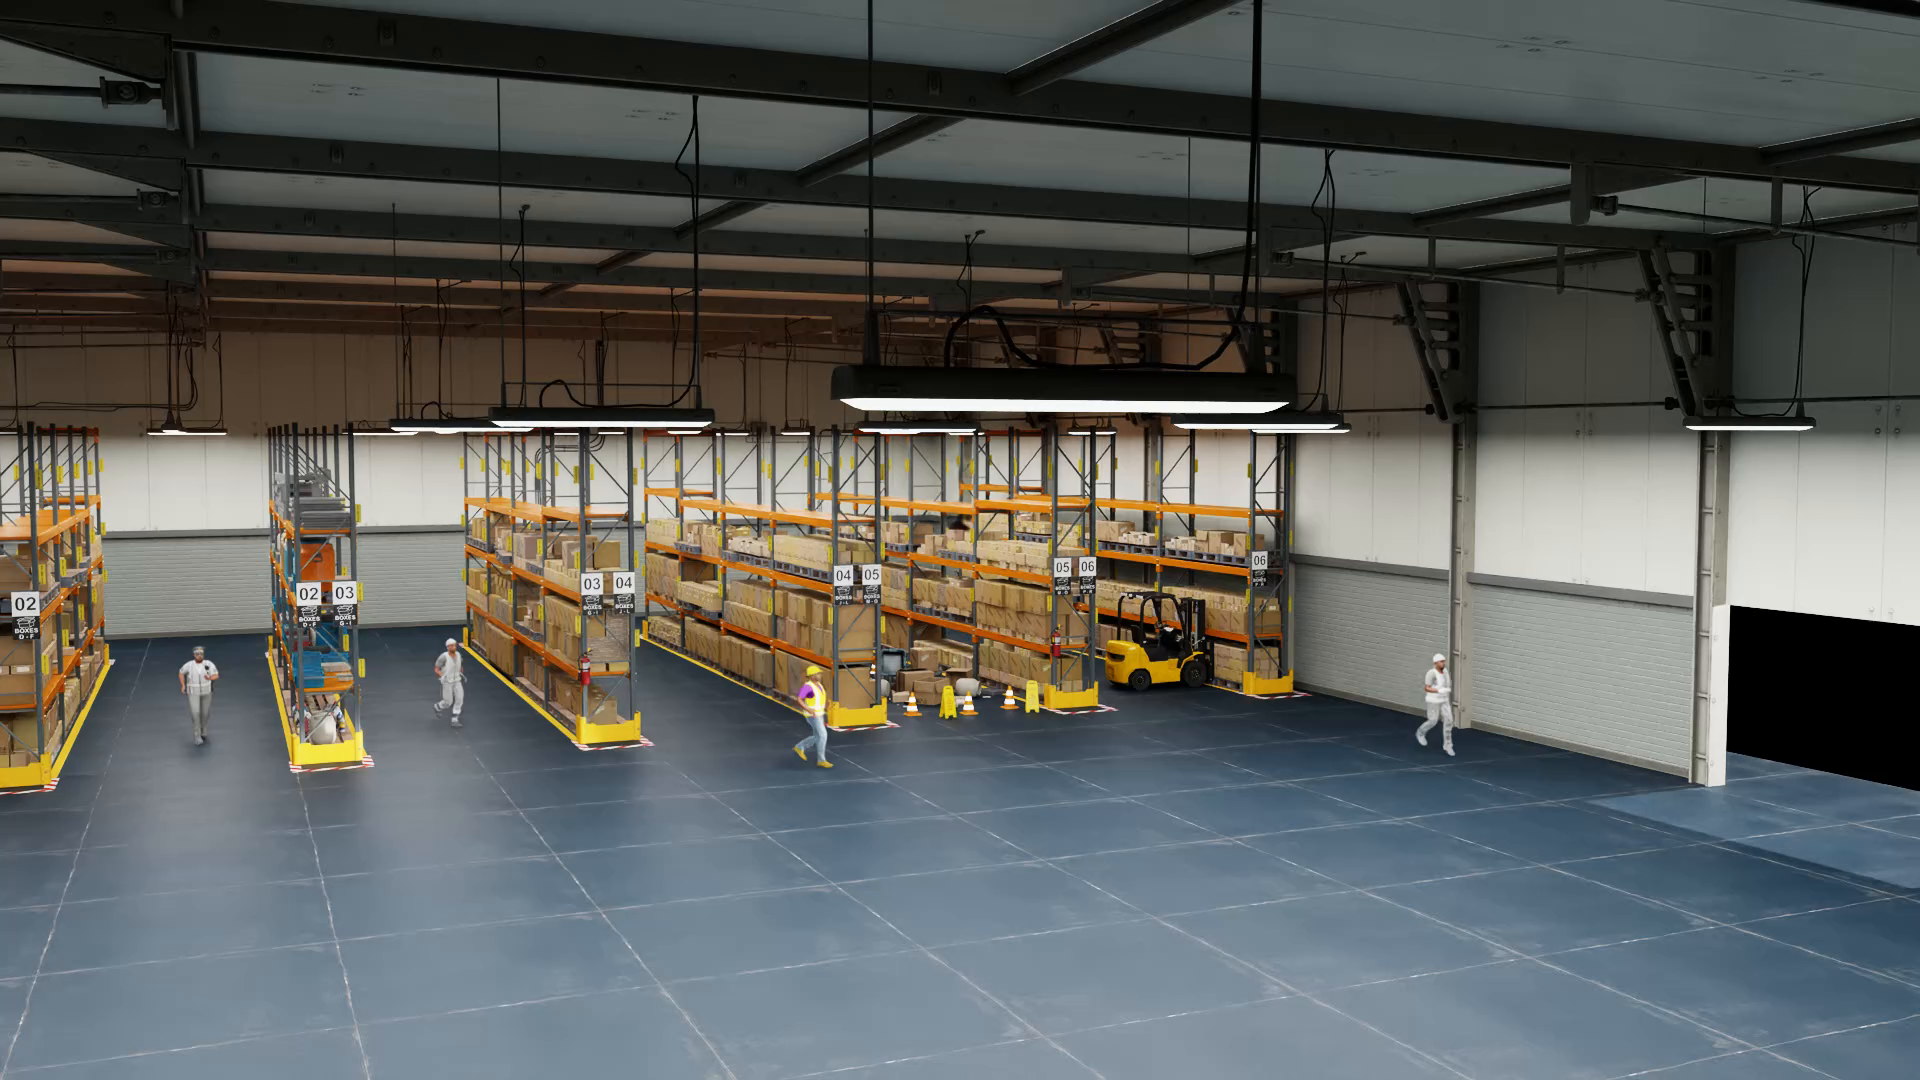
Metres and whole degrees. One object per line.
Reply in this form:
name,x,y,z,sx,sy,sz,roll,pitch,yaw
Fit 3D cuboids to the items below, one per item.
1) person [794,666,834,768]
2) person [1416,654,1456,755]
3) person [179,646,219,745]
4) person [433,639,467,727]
person,-2.573,3.071,29.032,0.783,1.759,0.706,1,4,16
person,8.694,2.991,30.375,0.712,1.846,0.914,-2,4,-34
person,-14.354,2.899,31.402,0.648,1.791,0.922,-2,4,-33
person,-10.182,2.827,33.143,0.797,1.748,0.646,3,5,41
